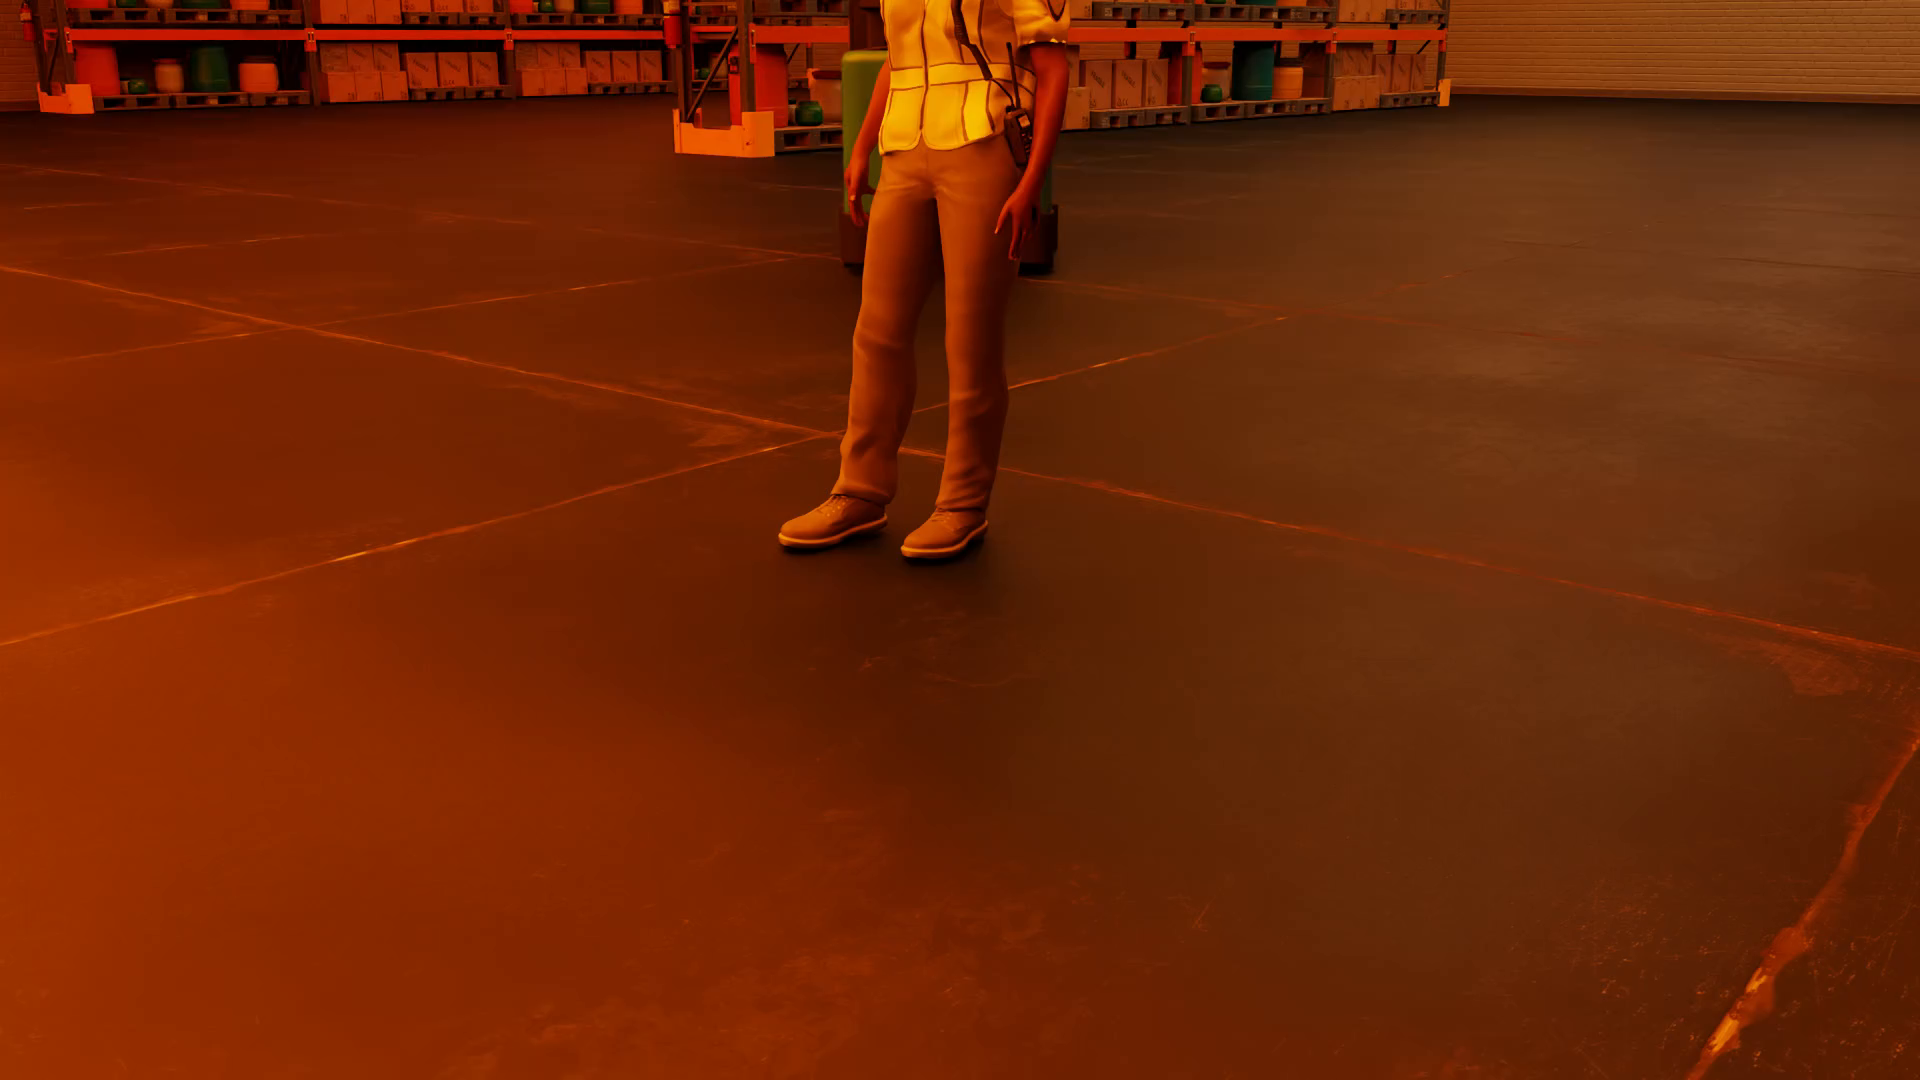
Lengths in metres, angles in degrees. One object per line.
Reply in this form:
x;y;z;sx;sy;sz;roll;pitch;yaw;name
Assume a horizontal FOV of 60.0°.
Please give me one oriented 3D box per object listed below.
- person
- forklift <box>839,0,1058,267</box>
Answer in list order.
-0.063;-0.805;3.651;0.569;1.695;0.530;13;21;37;person
-0.059;-3.129;9.203;1.130;2.935;3.031;0;17;0;forklift
